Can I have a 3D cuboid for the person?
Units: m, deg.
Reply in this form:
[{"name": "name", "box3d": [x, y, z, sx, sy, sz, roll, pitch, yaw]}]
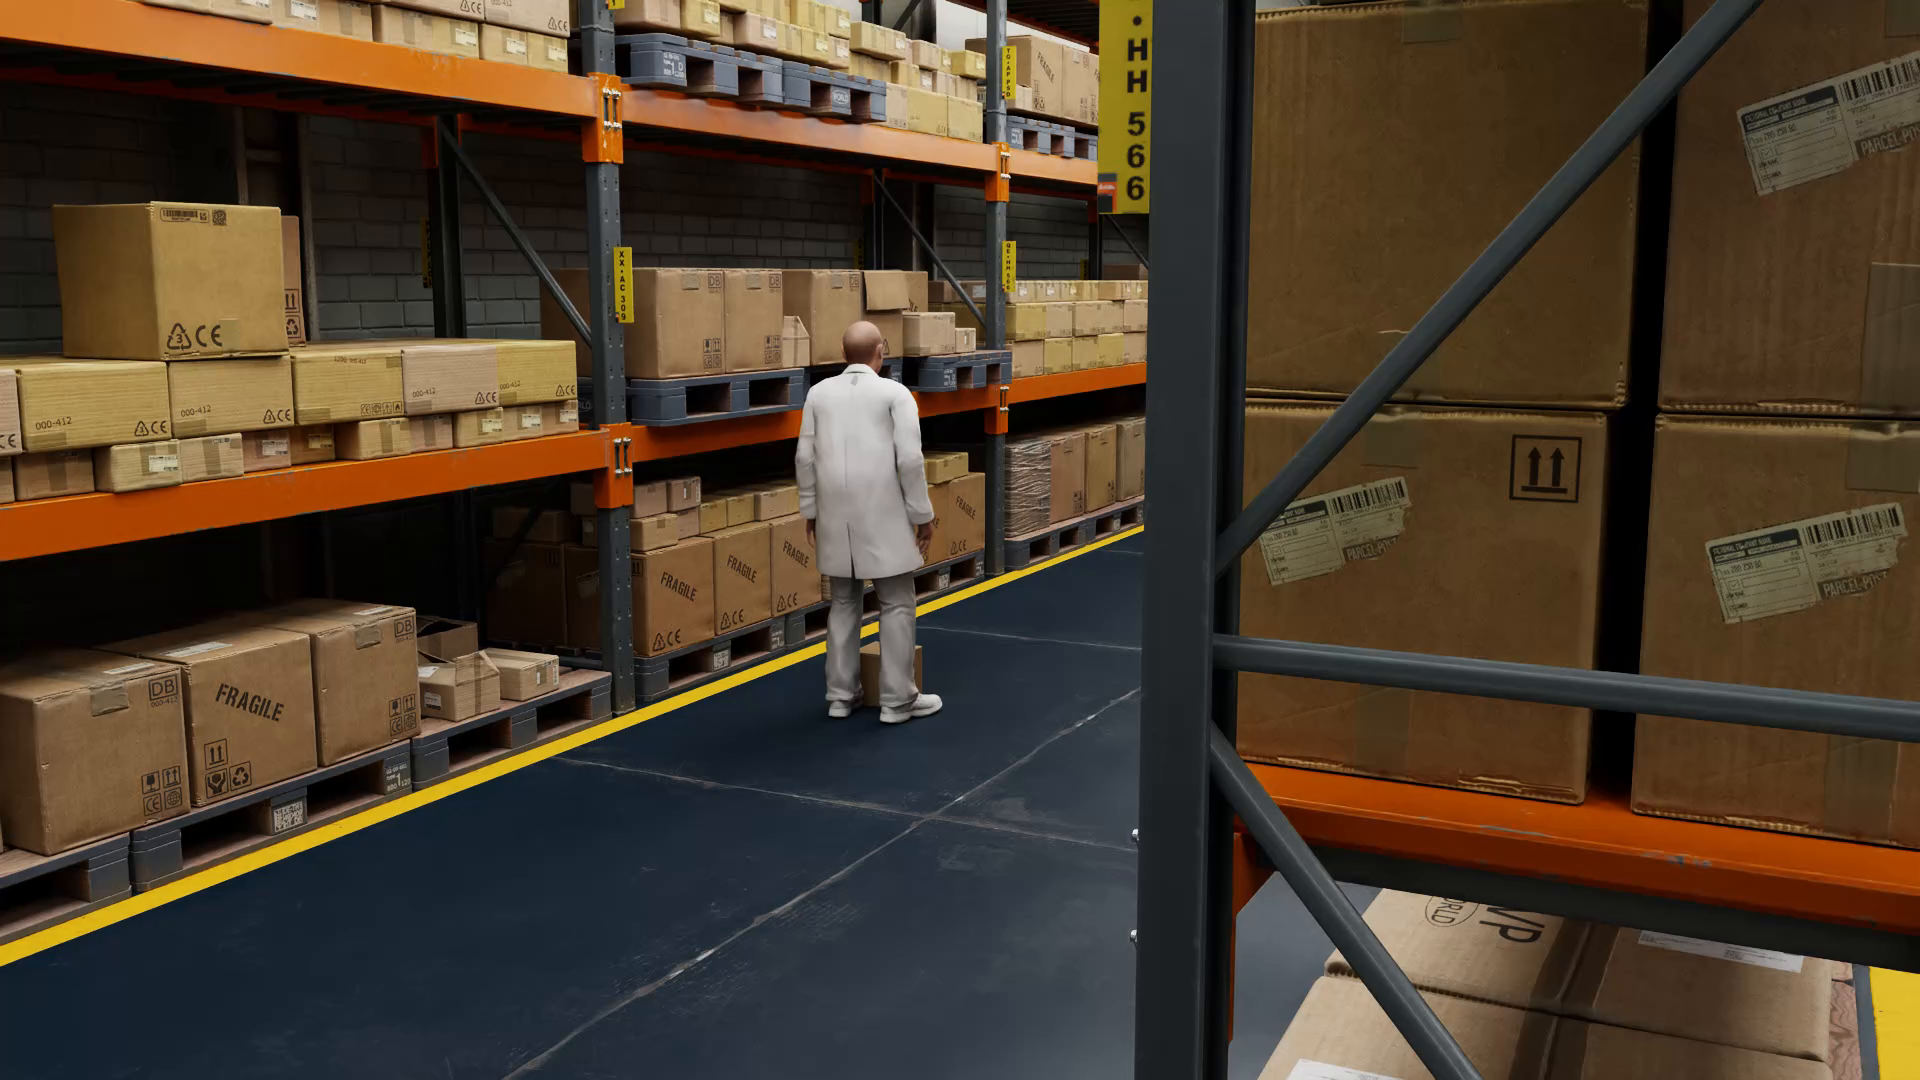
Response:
[{"name": "person", "box3d": [-0.427, -0.086, 7.460, 0.655, 1.775, 0.423, 4, 10, 22]}]
